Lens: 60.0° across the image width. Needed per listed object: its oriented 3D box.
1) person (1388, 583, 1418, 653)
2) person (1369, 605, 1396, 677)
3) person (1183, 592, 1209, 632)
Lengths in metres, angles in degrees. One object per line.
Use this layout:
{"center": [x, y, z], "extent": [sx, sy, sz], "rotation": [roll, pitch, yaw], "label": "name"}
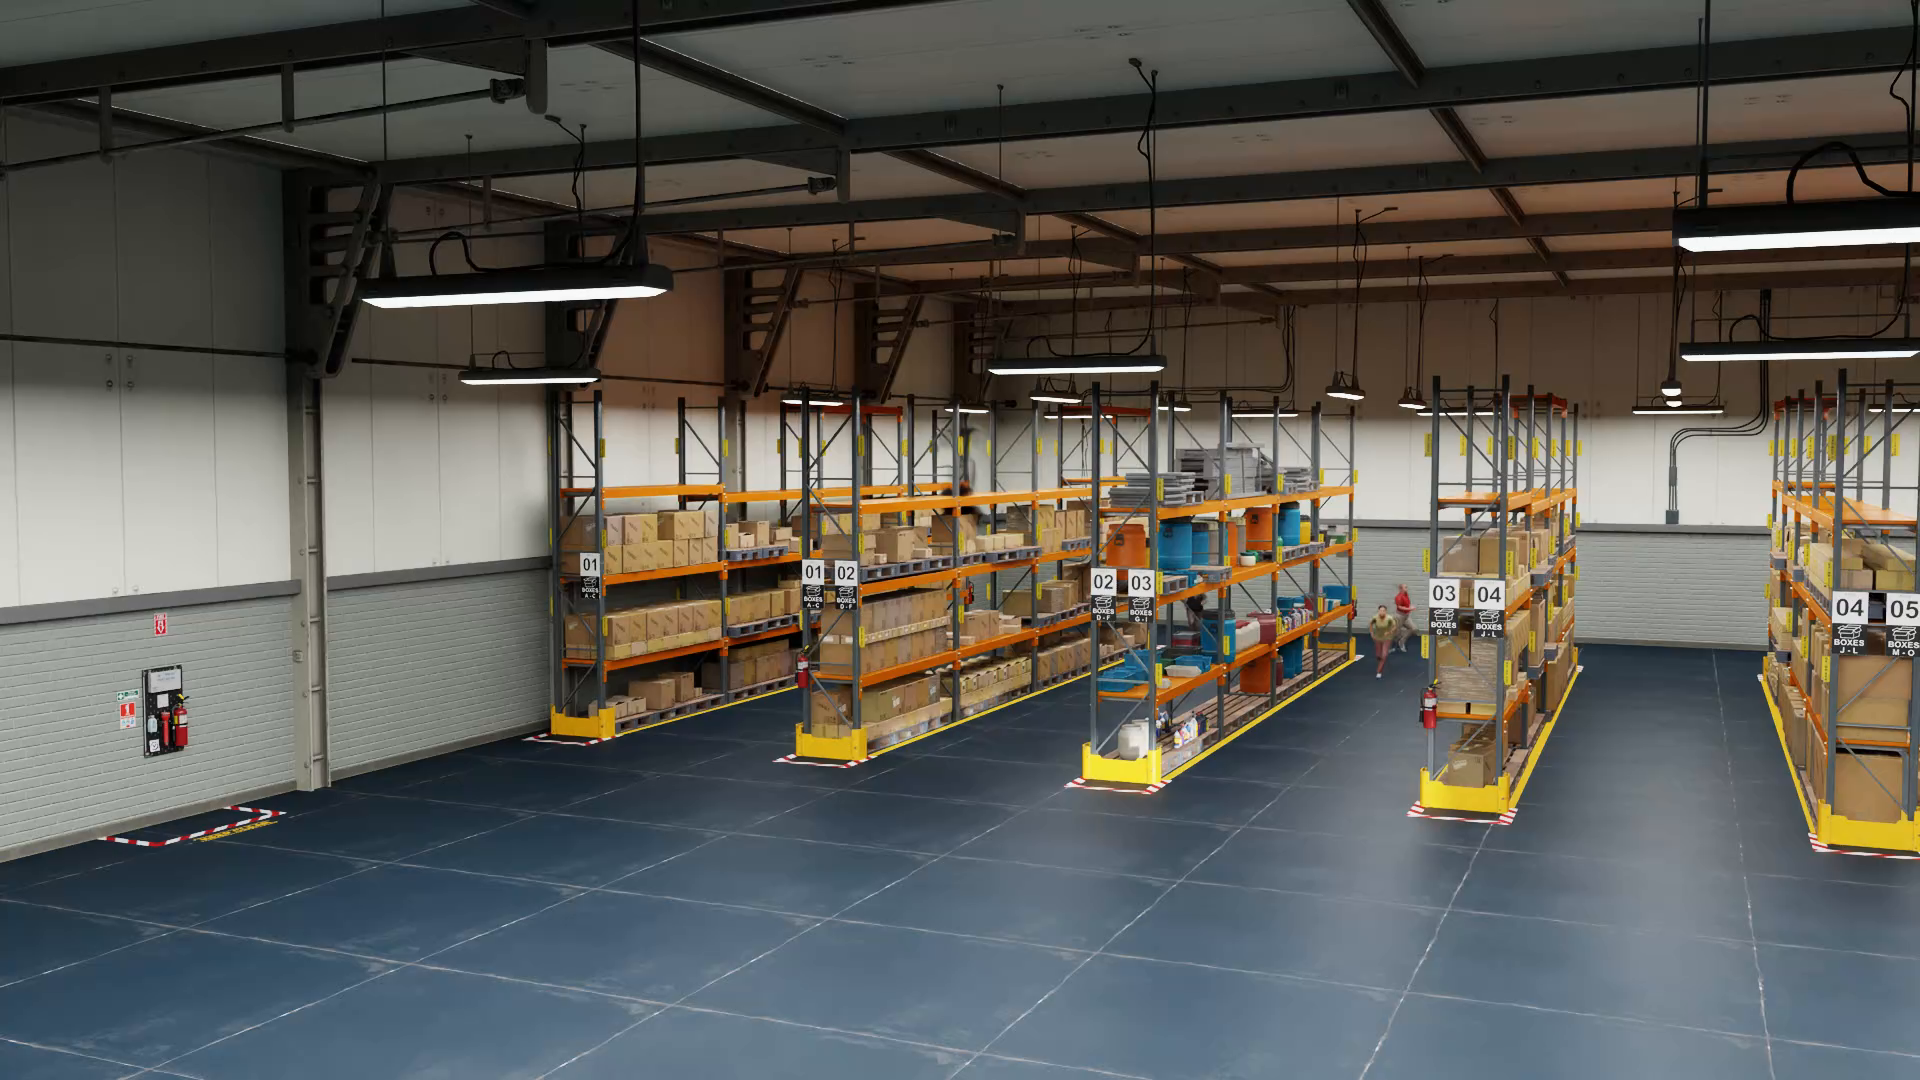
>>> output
{"center": [10.797, 1.906, 40.587], "extent": [0.863, 1.707, 0.680], "rotation": [3, 4, 41], "label": "person"}
{"center": [9.272, 2.209, 36.499], "extent": [0.564, 1.602, 0.702], "rotation": [1, 3, 15], "label": "person"}
{"center": [5.942, 1.832, 42.012], "extent": [0.669, 1.734, 0.905], "rotation": [0, 3, 4], "label": "person"}
